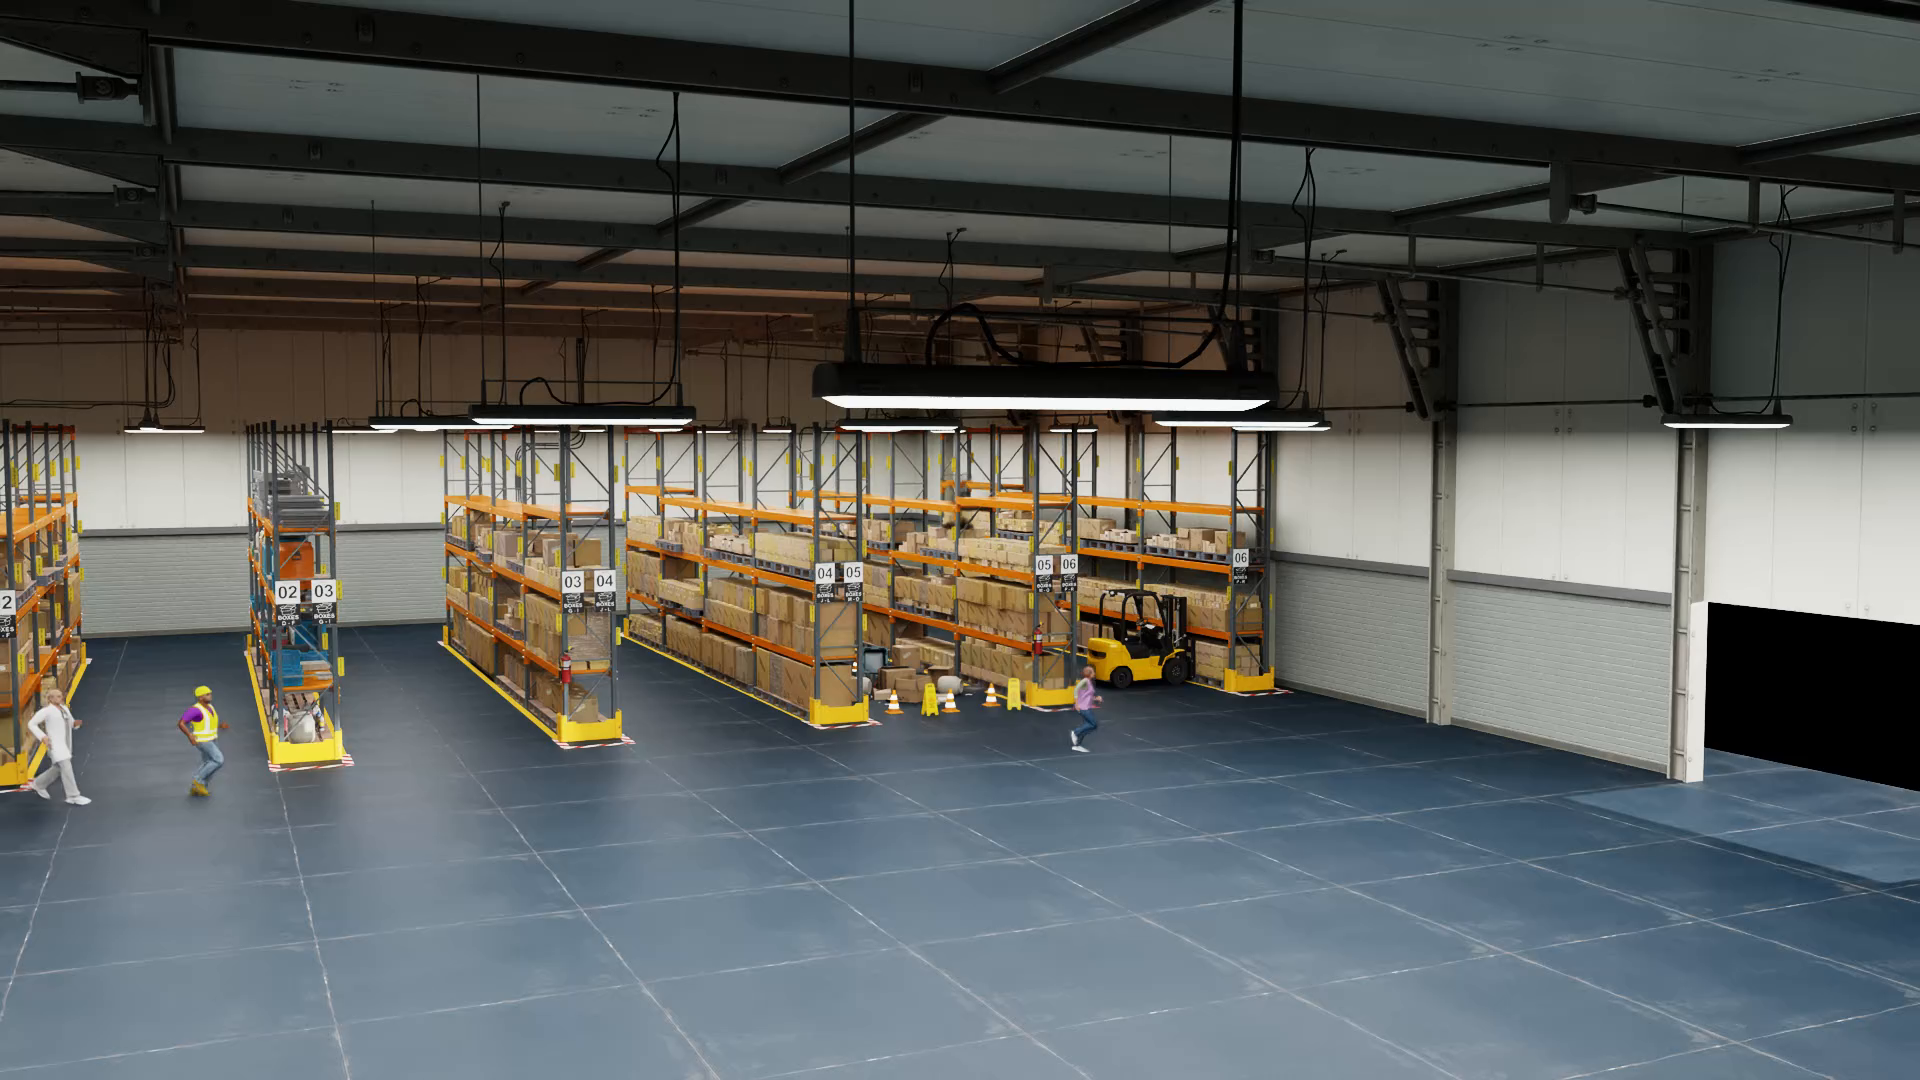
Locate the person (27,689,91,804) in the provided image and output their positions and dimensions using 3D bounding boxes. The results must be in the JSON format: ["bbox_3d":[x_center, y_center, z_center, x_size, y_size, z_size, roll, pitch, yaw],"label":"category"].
[{"bbox_3d":[-13.982,3.192,25.775,1.065,1.762,0.697,0,4,5],"label":"person"}]

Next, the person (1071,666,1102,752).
[{"bbox_3d":[2.299,3.078,30.132,0.561,1.527,0.530,1,4,16],"label":"person"}]

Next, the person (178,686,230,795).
[{"bbox_3d":[-11.955,3.185,26.425,0.650,1.728,0.686,0,4,-2],"label":"person"}]
